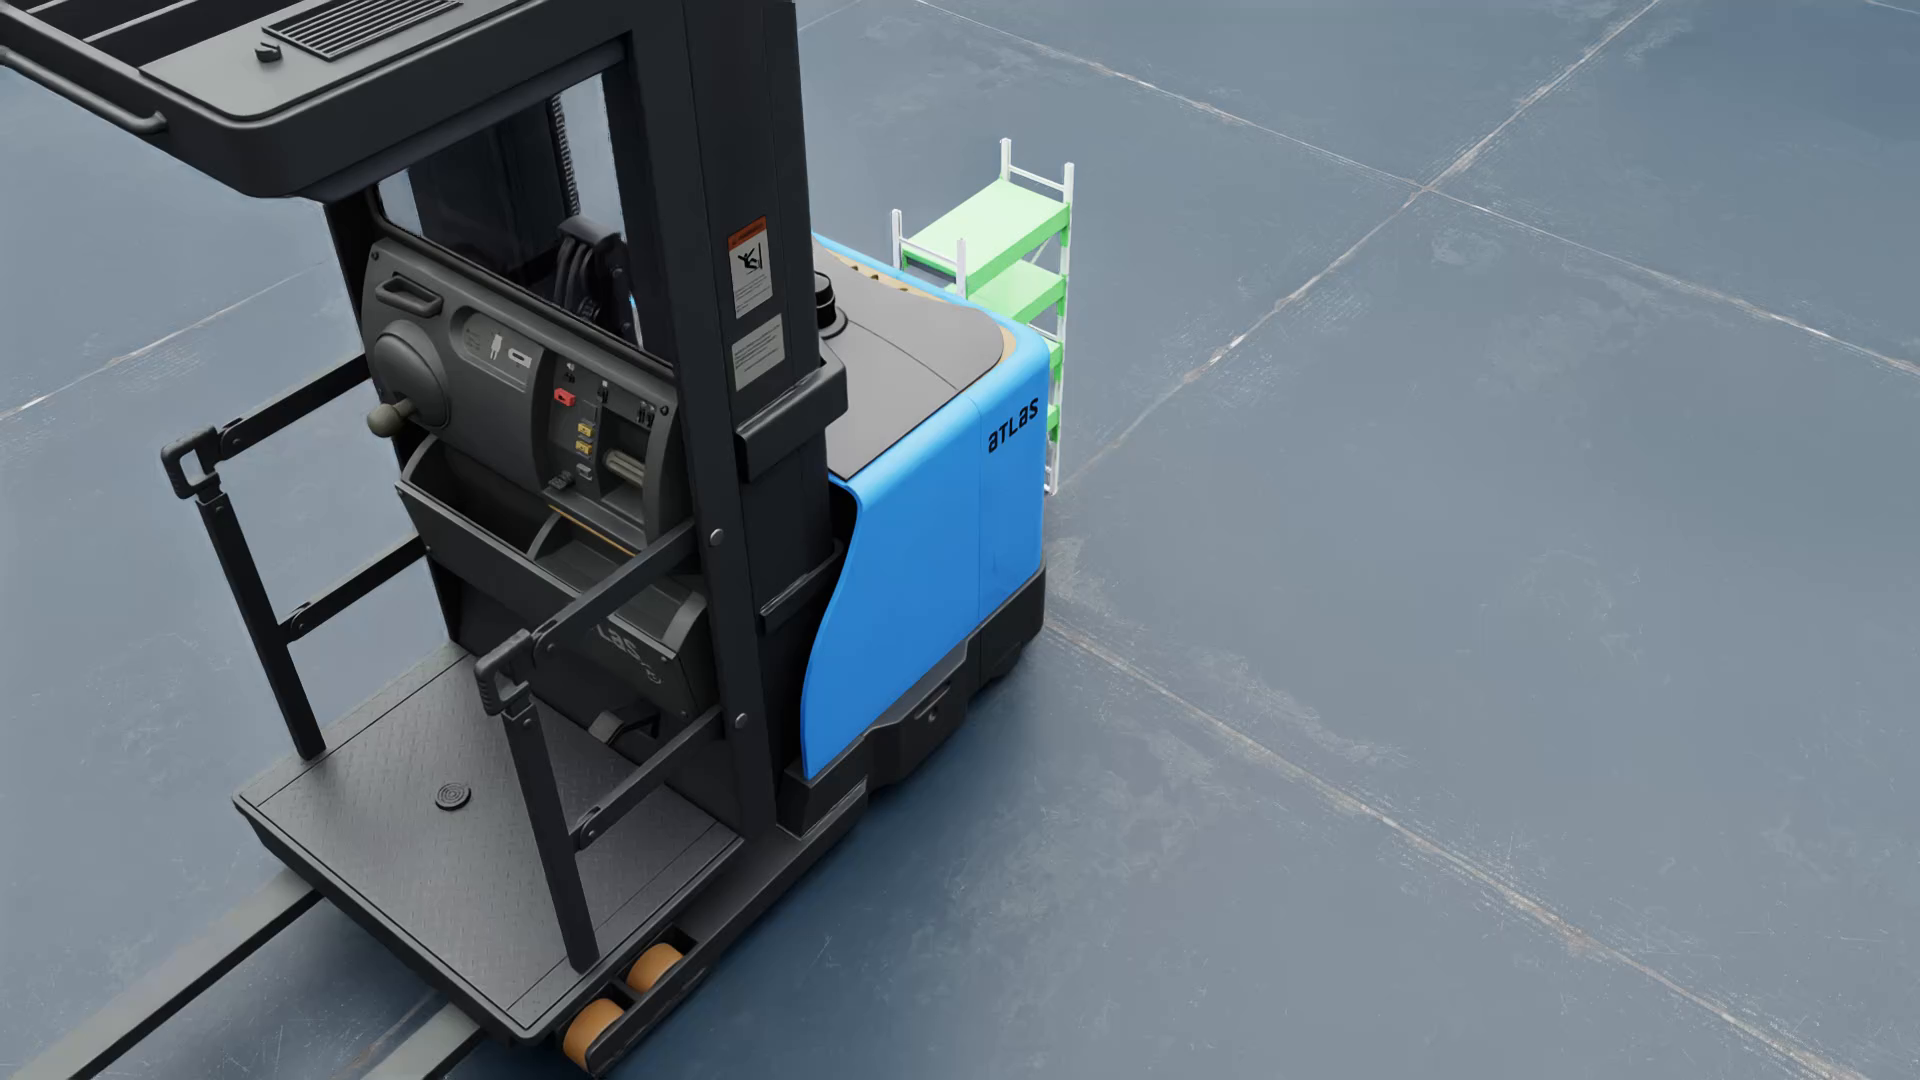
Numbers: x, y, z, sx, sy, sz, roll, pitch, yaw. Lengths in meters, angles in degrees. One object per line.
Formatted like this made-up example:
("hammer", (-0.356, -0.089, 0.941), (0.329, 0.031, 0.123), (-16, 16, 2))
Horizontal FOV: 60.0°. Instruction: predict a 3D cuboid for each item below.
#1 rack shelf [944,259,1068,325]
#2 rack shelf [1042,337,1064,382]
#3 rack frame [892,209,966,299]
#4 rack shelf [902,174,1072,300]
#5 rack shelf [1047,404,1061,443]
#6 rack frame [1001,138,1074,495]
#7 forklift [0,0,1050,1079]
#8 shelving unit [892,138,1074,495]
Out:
("rack shelf", (0.067, -0.645, 4.806), (0.258, 0.148, 0.480), (28, 49, 27))
("rack shelf", (0.067, -0.468, 4.968), (0.258, 0.148, 0.480), (28, 49, 27))
("rack frame", (-0.083, -0.386, 4.782), (0.240, 1.200, 0.015), (28, 49, 27))
("rack shelf", (0.067, -0.823, 4.645), (0.258, 0.148, 0.480), (28, 49, 27))
("rack shelf", (0.067, -0.290, 5.129), (0.258, 0.148, 0.480), (28, 49, 27))
("rack frame", (0.218, -0.644, 5.067), (0.240, 1.200, 0.015), (28, 49, 27))
("forklift", (-1.057, -0.227, 3.321), (1.130, 2.935, 3.031), (28, 49, 27))
("shelving unit", (0.067, -0.515, 4.925), (0.258, 1.200, 0.503), (28, 49, 27))
